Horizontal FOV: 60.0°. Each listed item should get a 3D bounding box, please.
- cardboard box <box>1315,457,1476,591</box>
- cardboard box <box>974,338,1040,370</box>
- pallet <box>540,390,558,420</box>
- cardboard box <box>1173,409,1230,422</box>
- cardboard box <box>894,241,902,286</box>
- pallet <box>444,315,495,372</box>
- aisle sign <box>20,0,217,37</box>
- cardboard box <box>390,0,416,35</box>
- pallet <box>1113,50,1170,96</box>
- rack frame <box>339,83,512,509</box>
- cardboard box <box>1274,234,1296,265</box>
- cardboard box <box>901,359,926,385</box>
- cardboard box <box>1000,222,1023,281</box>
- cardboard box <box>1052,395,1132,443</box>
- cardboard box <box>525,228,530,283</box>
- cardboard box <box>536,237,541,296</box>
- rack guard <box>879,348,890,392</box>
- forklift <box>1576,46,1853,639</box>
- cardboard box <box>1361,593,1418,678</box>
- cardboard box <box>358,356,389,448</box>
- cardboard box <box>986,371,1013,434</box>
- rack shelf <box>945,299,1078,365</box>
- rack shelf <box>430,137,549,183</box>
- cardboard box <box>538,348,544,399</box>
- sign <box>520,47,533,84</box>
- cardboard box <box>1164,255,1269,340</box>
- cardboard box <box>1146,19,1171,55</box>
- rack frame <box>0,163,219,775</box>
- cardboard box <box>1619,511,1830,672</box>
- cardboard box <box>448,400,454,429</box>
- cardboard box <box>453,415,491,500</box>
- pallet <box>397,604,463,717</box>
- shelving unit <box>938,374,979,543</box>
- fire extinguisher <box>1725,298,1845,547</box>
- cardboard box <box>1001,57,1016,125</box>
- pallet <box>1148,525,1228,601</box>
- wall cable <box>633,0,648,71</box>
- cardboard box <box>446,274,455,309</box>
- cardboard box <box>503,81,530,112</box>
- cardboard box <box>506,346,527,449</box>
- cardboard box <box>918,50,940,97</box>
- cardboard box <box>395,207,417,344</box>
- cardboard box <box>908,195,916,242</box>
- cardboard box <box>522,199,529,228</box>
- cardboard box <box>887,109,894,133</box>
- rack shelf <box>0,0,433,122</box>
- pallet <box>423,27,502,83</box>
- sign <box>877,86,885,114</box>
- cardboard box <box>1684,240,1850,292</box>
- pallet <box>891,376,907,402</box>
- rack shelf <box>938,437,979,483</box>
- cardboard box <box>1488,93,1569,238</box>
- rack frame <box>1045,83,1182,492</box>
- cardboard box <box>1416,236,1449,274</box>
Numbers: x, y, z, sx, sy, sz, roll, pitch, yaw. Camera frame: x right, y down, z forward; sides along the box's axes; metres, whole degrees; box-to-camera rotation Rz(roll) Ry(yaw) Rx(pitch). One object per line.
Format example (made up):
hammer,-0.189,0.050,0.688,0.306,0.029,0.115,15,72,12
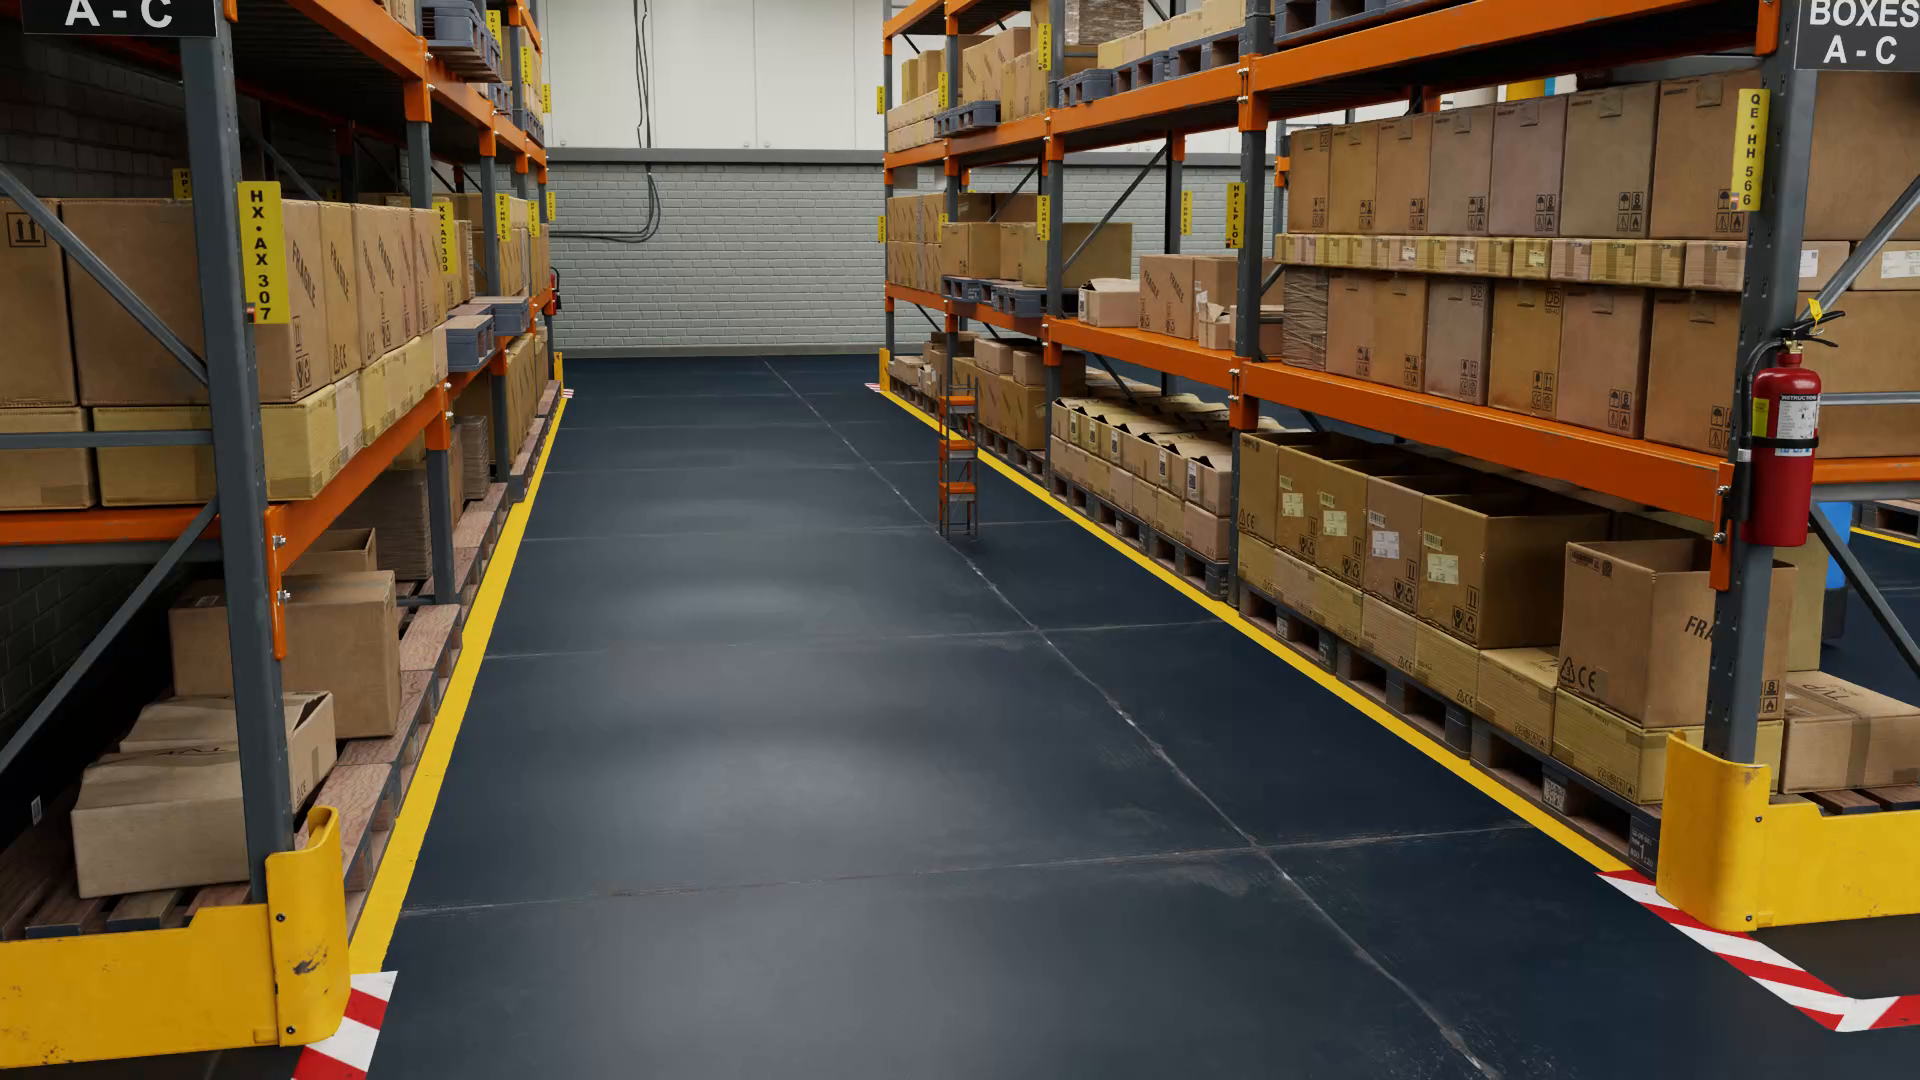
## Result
cardboard box,1.906,-0.080,7.319,0.500,0.500,0.500,-2,11,-11
cardboard box,0.422,-1.679,14.997,0.500,0.250,0.500,-2,11,-11
pallet,-4.798,-1.419,17.587,1.003,0.211,1.213,-2,11,-11
cardboard box,1.697,-0.726,11.217,0.500,0.311,0.500,-2,11,-11
cardboard box,-0.472,-3.200,19.221,0.500,0.500,0.500,-2,11,-12
pallet,-2.936,-1.006,8.474,1.003,0.211,1.213,-2,11,-11
aisle sign,-1.844,-1.496,3.582,0.394,0.787,0.004,-2,11,-11
cardboard box,-2.589,-2.403,6.958,0.500,0.500,0.500,-2,11,-9
pallet,1.591,-2.924,10.519,1.003,0.211,1.213,-2,11,-8
rack frame,-3.708,-1.689,11.546,1.000,3.000,0.127,-2,11,-11
cardboard box,1.791,-1.447,8.276,0.380,0.149,0.250,-2,11,-11
cardboard box,-0.383,-1.909,18.879,0.500,0.250,0.500,-2,11,-11
cardboard box,0.777,-2.537,14.611,0.700,0.500,0.500,-5,12,-25
cardboard box,0.964,-0.894,12.101,0.500,0.311,0.500,-2,11,-9
cardboard box,-4.149,-2.552,14.965,0.500,0.500,0.500,-2,11,-12
cardboard box,-4.712,-2.804,16.603,0.980,0.700,0.700,-2,11,-12
rack guard,-0.391,-2.095,20.365,1.175,0.500,0.348,-2,11,-11
forklift,3.455,-1.169,8.997,1.130,2.935,3.031,-2,11,-10
cardboard box,2.009,0.380,6.908,0.500,0.250,0.500,-2,11,-11
cardboard box,-2.143,-0.447,5.370,0.500,0.250,0.500,-2,11,-12
cardboard box,0.530,-1.212,14.548,0.500,0.500,0.500,-3,11,-13
rack shelf,0.762,-1.883,14.490,1.077,0.370,4.000,-2,11,-11
rack shelf,-4.875,-3.909,17.114,1.077,0.370,4.000,-2,11,-11
cardboard box,-4.723,-1.728,17.315,0.700,0.500,0.500,-2,11,-10
sign,-3.955,-4.326,15.155,0.100,0.325,0.005,-2,11,-11
cardboard box,1.595,-1.515,10.366,0.500,0.500,0.500,-2,11,-11
cardboard box,1.514,-3.194,10.709,0.500,0.250,0.500,-2,11,-12
rack frame,-2.149,-0.221,3.838,0.949,2.616,0.053,-2,11,-11
cardboard box,2.721,0.176,5.976,0.500,0.500,0.500,-2,11,-11
cardboard box,-3.467,-0.808,10.423,0.500,0.250,0.500,-2,11,-10
cardboard box,-3.517,-0.547,11.055,0.700,0.500,0.500,-2,11,-10
pallet,-2.764,0.537,7.312,1.003,0.211,1.213,-2,11,-11
shelving unit,-0.010,-0.526,10.650,0.215,1.050,0.252,-2,11,-11
fire extinguisher,2.274,-0.326,4.592,0.296,0.674,0.183,-2,11,-11
cardboard box,0.832,-3.660,13.613,0.910,0.500,0.500,-2,11,-11
pallet,1.747,0.100,9.605,1.003,0.211,1.213,-2,11,-11
wall cable,-3.360,-8.207,24.547,3.097,2.526,0.112,-2,11,-11
cardboard box,-3.256,-1.537,9.306,0.700,0.500,0.500,-1,11,-3
cardboard box,-4.362,-4.214,15.801,0.500,0.250,0.500,-2,11,-11
cardboard box,-3.886,-1.139,13.287,0.750,0.750,0.750,-2,11,-11
cardboard box,-0.067,-4.979,17.871,0.700,0.500,0.500,-2,11,-11
cardboard box,-2.344,-1.000,6.270,0.500,0.500,0.500,-2,11,-13
cardboard box,-0.276,-3.505,18.149,0.500,0.500,0.500,-2,11,-12
cardboard box,-4.144,-2.919,14.890,0.500,0.250,0.500,-2,11,-10
cardboard box,-0.561,-4.878,19.347,0.500,0.250,0.500,-2,11,-11
rack shelf,-2.541,-1.708,5.551,1.077,0.370,4.000,-2,11,-11
pallet,-3.150,-2.643,9.043,1.213,0.211,1.003,-2,11,-11
sign,-0.938,-5.220,19.739,0.100,0.325,0.005,-2,11,-11
cardboard box,2.445,-0.833,5.049,0.380,0.149,0.250,-2,11,-12
pallet,-0.235,-1.807,19.624,1.003,0.211,1.213,-2,11,-11
rack shelf,-0.010,-0.515,10.652,0.215,0.259,0.240,-2,11,-11
cardboard box,2.412,-1.373,6.151,0.700,0.500,0.500,-2,11,-11
rack frame,1.151,-1.869,12.496,1.000,3.000,0.127,-2,11,-11
cardboard box,2.096,-1.163,6.784,0.380,0.149,0.250,-2,11,-11
